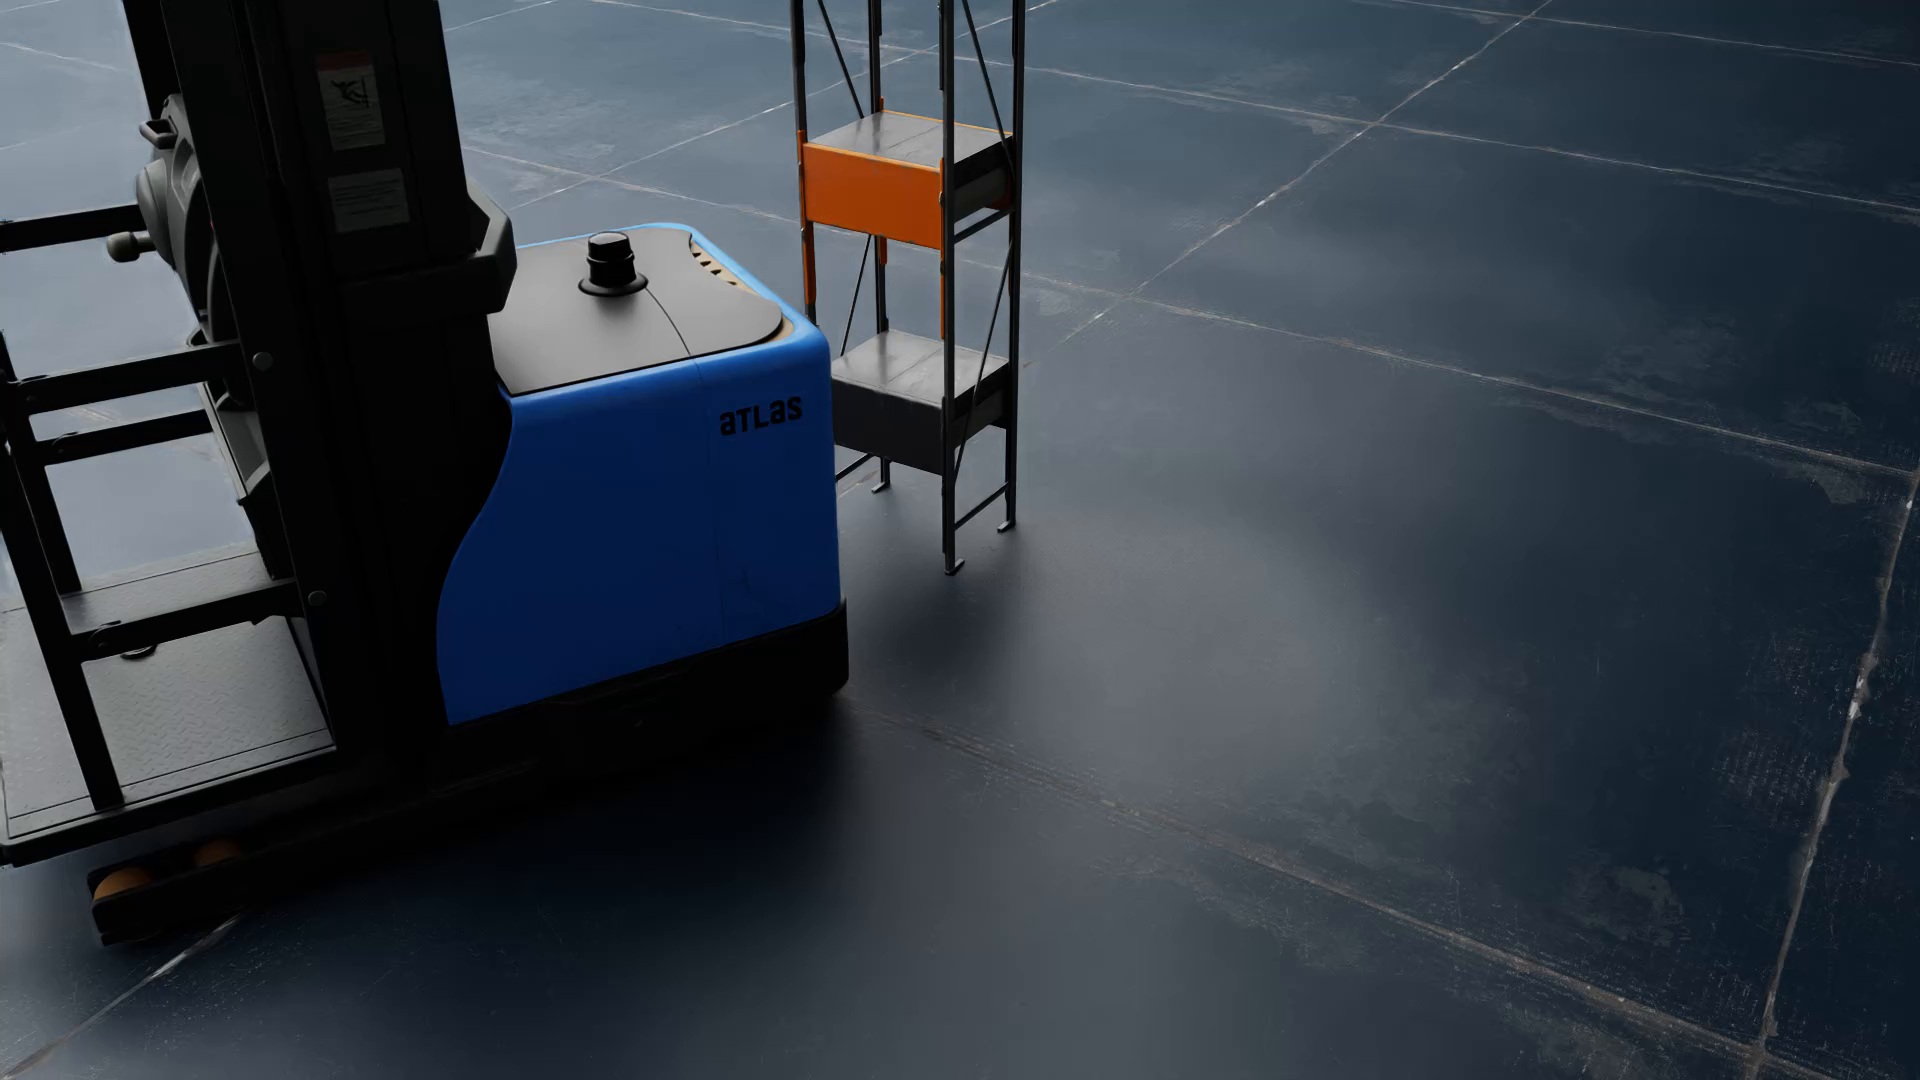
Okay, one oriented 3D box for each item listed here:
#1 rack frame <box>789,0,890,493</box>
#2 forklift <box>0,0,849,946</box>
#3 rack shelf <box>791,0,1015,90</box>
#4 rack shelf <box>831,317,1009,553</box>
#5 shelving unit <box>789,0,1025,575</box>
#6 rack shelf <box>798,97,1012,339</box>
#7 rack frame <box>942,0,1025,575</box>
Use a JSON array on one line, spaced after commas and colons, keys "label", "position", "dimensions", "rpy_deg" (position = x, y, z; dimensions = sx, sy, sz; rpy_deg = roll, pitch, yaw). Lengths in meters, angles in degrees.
[{"label": "rack frame", "position": [-0.347, -1.017, 4.909], "dimensions": [0.015, 2.100, 0.400], "rpy_deg": [18, 35, 27]}, {"label": "forklift", "position": [-1.838, -0.674, 3.496], "dimensions": [3.031, 2.935, 1.130], "rpy_deg": [-16, 34, -25]}, {"label": "rack shelf", "position": [-0.140, -1.544, 4.451], "dimensions": [0.480, 0.518, 0.431], "rpy_deg": [18, 35, 27]}, {"label": "rack shelf", "position": [-0.140, -0.335, 5.157], "dimensions": [0.480, 0.518, 0.431], "rpy_deg": [18, 35, 27]}, {"label": "shelving unit", "position": [-0.140, -0.951, 4.797], "dimensions": [0.503, 2.100, 0.431], "rpy_deg": [18, 35, 27]}, {"label": "rack shelf", "position": [-0.140, -0.940, 4.804], "dimensions": [0.480, 0.518, 0.431], "rpy_deg": [18, 35, 27]}, {"label": "rack frame", "position": [0.066, -0.886, 4.685], "dimensions": [0.015, 2.100, 0.400], "rpy_deg": [18, 35, 27]}]
